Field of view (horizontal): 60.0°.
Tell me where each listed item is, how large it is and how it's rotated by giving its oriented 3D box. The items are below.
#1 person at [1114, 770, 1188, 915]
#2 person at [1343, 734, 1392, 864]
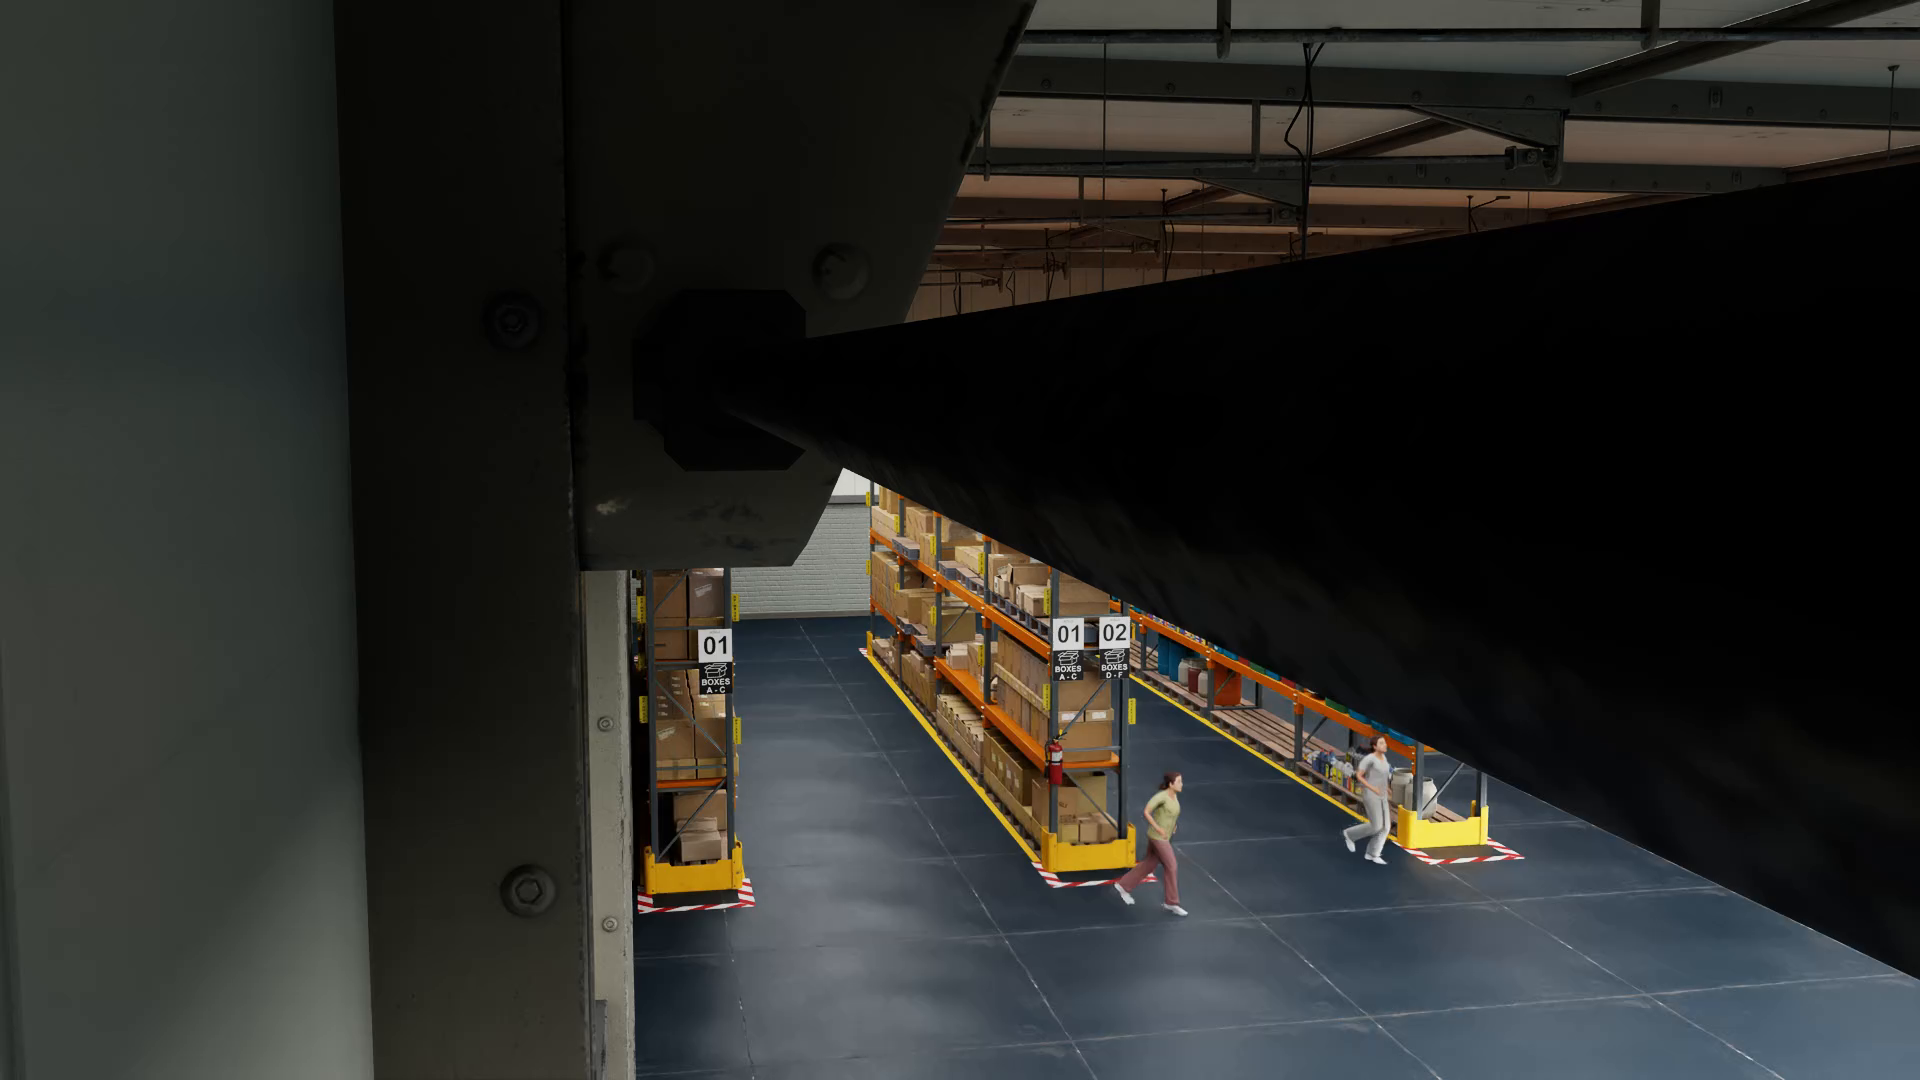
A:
[{"bbox_3d":[2.274,3.499,19.438,0.895,1.678,0.597,3,7,26],"label":"person"},{"bbox_3d":[5.290,3.309,21.399,0.572,1.655,0.593,-5,8,-40],"label":"person"}]
